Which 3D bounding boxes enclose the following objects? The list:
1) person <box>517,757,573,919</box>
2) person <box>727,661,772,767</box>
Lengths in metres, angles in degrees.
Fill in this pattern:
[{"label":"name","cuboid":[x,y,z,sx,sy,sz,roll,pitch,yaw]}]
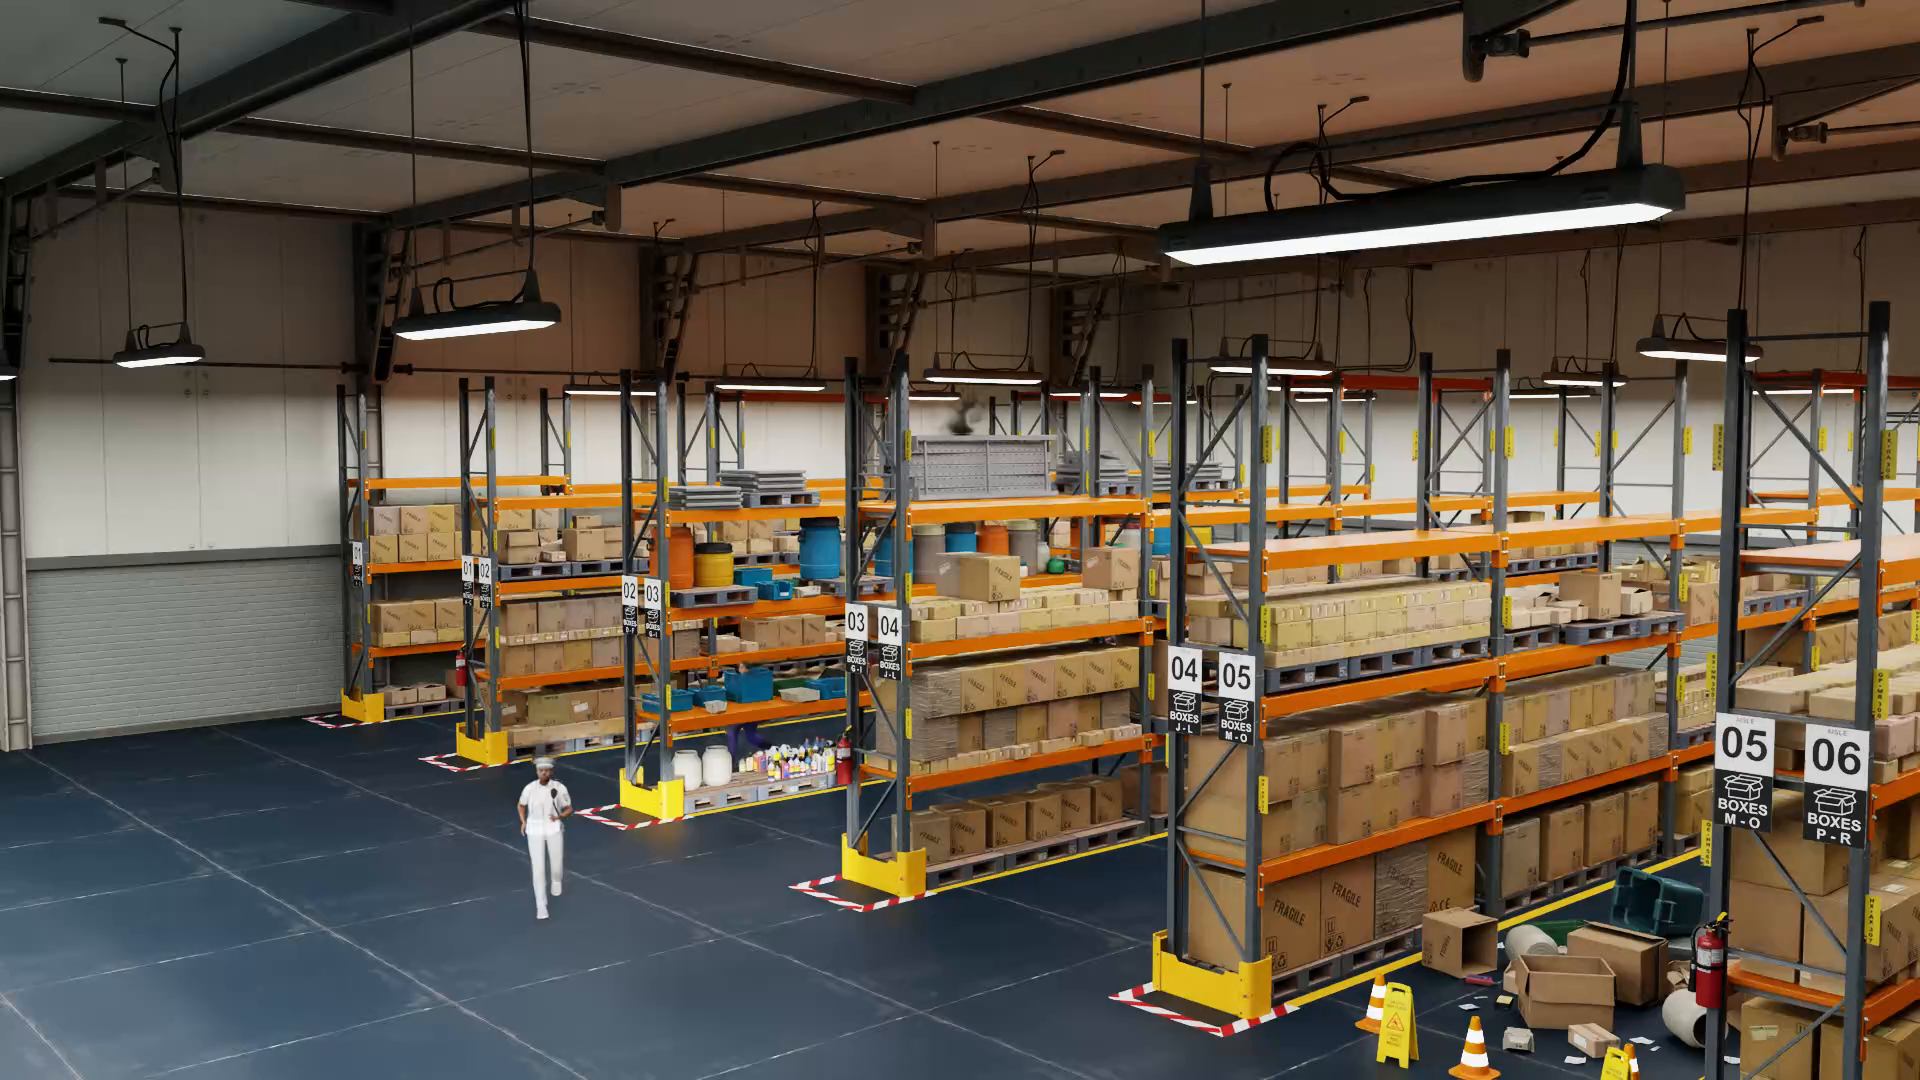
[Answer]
[{"label":"person","cuboid":[-4.463,3.149,17.880,0.588,1.670,0.831,-1,4,-11]},{"label":"person","cuboid":[-3.304,2.665,25.486,0.910,1.619,0.613,-4,5,-44]}]
